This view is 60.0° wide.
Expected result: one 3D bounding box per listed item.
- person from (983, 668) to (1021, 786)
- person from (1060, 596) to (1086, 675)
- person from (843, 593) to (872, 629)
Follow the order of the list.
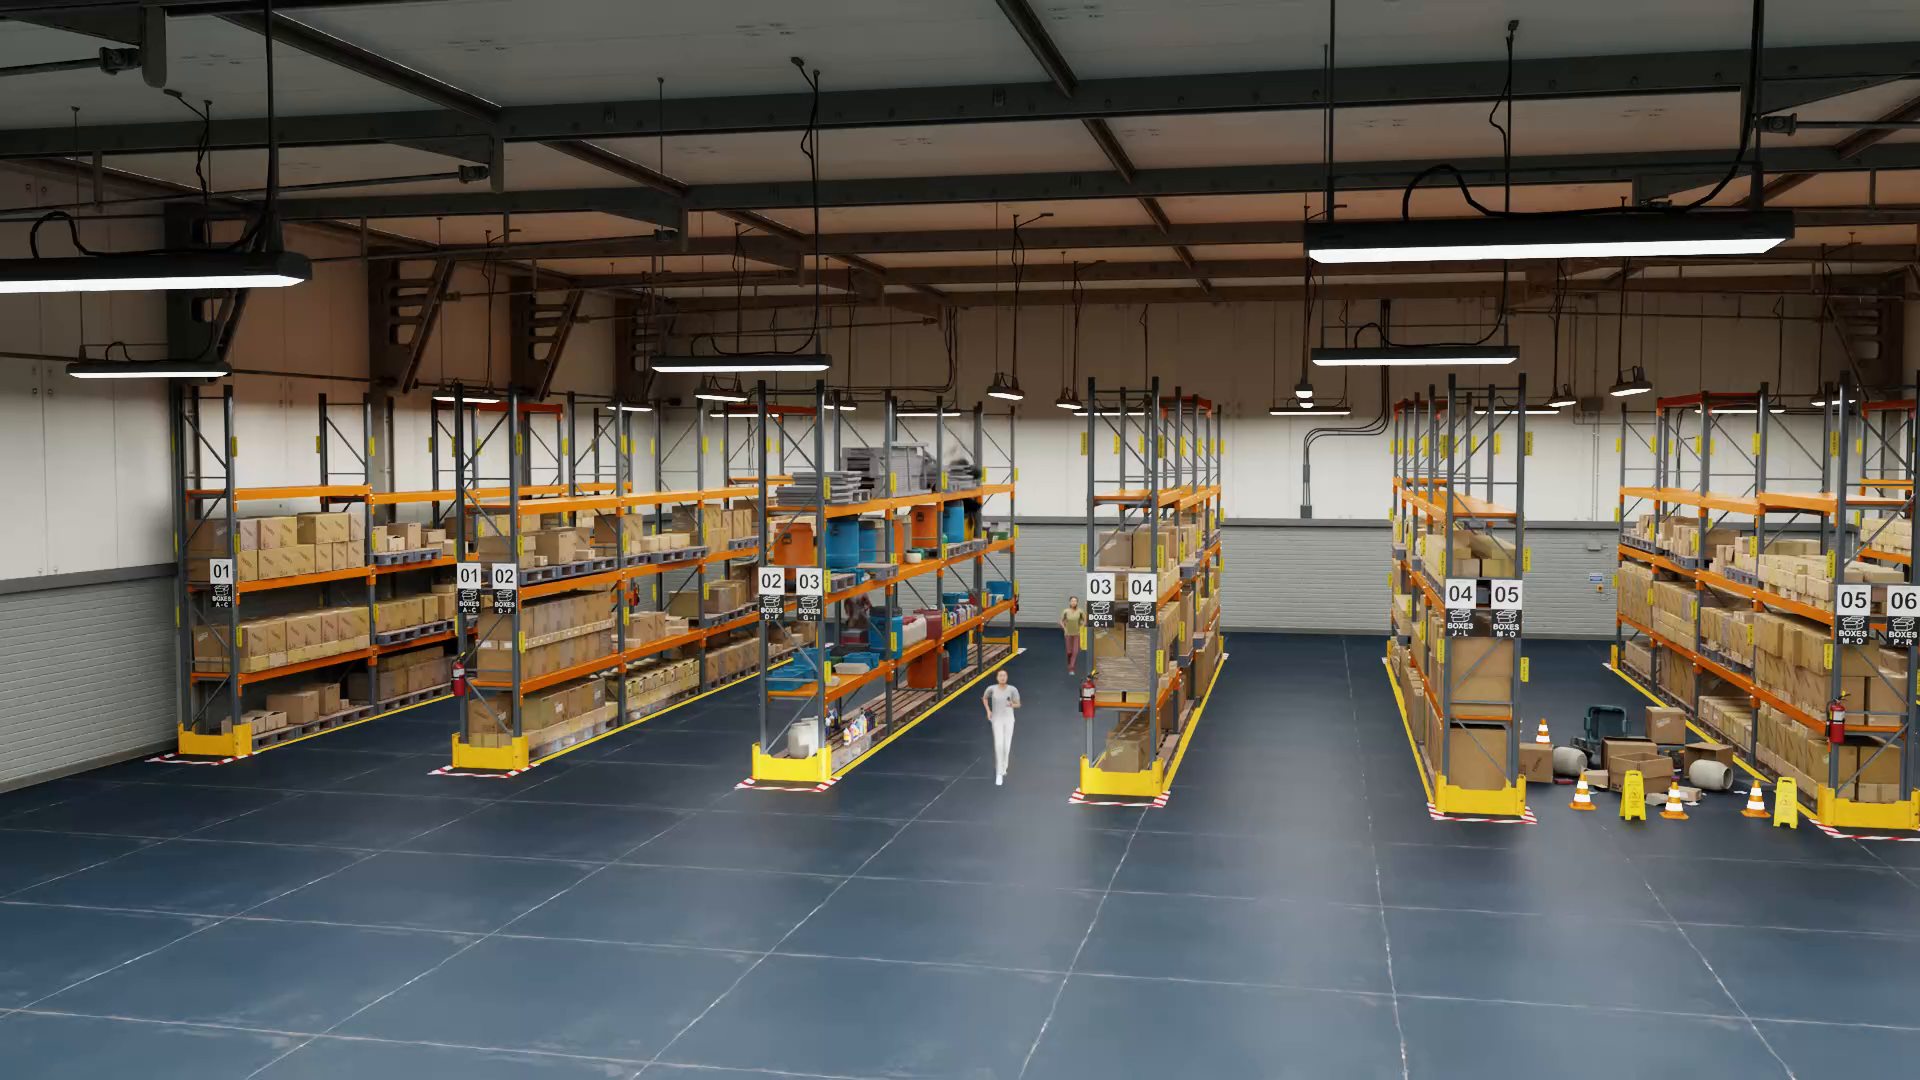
[{"bbox_3d":[0.634,2.760,24.857,0.546,1.714,0.735,0,3,-7],"label":"person"},{"bbox_3d":[2.345,1.970,34.387,0.566,1.632,0.580,0,3,1],"label":"person"},{"bbox_3d":[-2.466,1.864,39.795,0.724,1.686,0.938,1,3,10],"label":"person"}]
